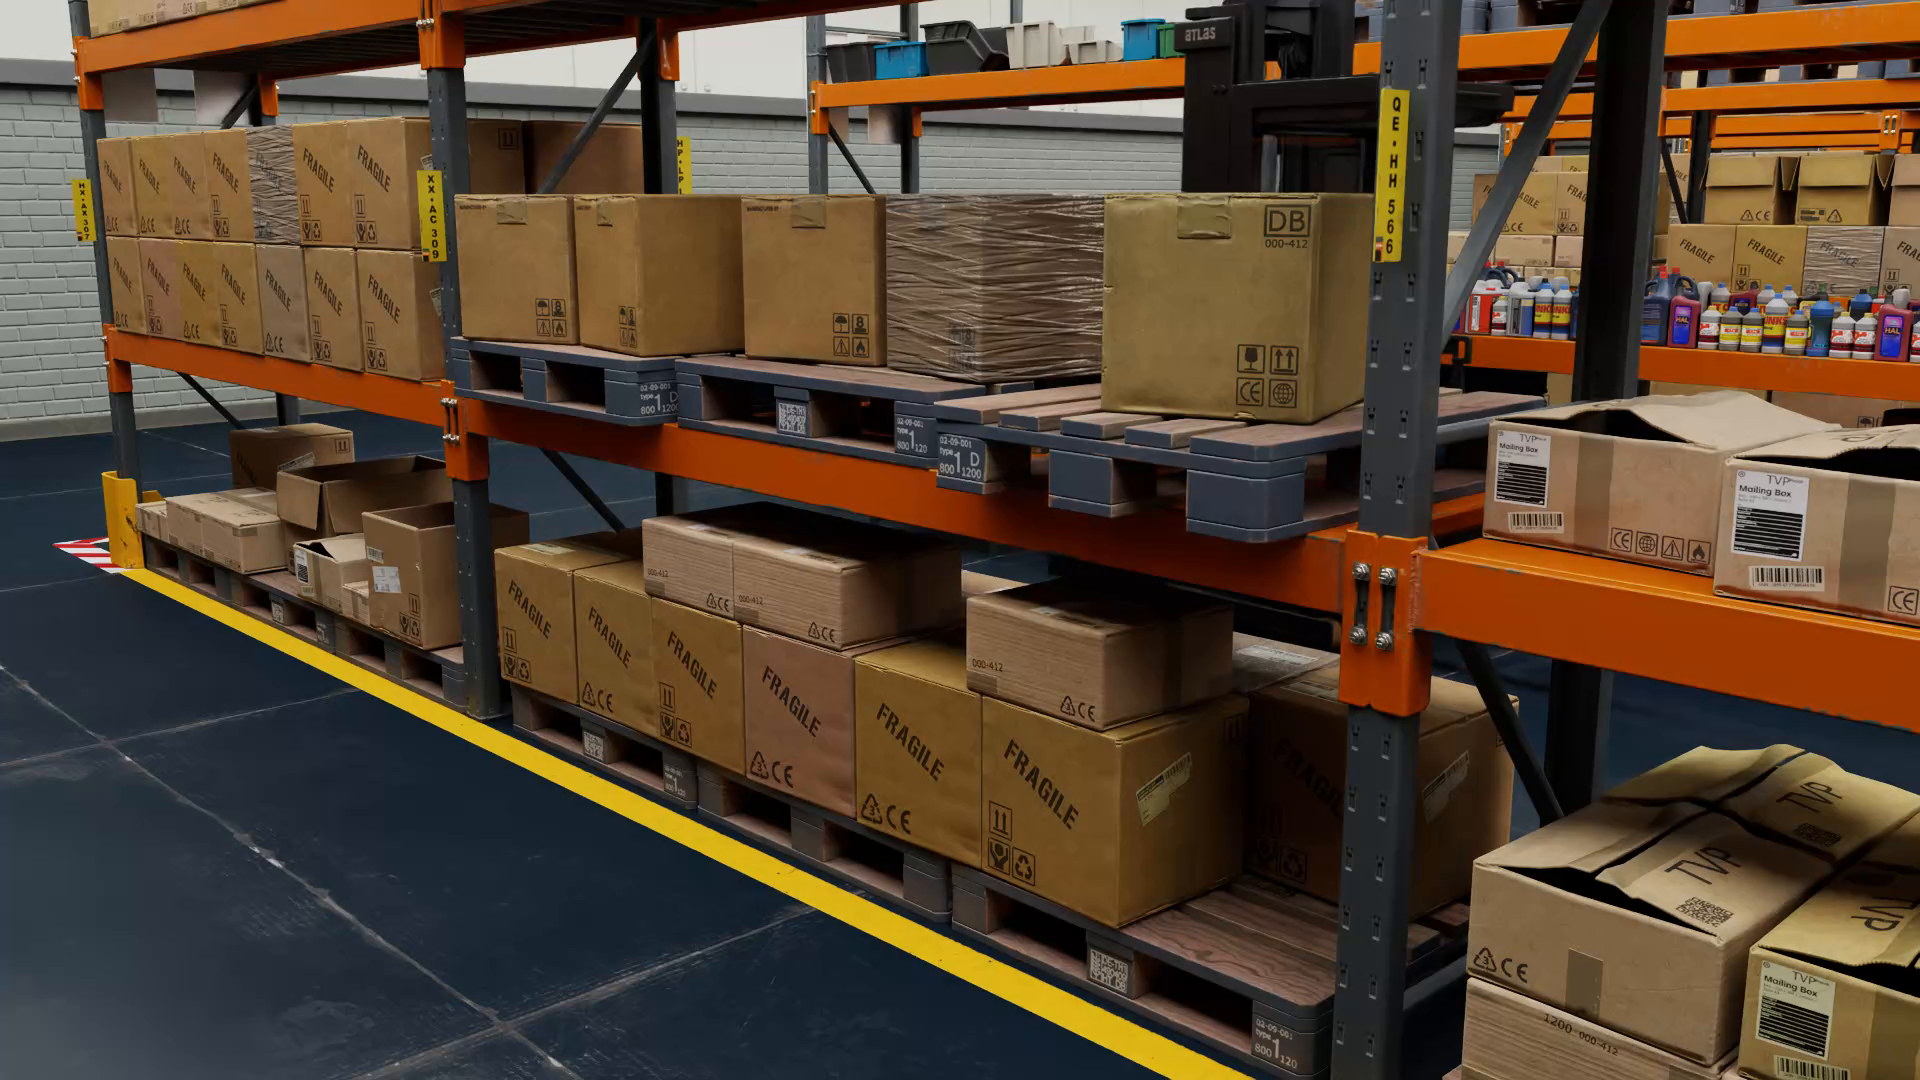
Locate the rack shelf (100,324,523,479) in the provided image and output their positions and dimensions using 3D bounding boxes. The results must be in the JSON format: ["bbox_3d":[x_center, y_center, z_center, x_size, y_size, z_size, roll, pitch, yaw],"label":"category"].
[{"bbox_3d":[-2.920,-0.776,8.026,1.077,0.370,4.000,-11,16,-43],"label":"rack shelf"}]

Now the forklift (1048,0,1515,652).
[{"bbox_3d":[1.818,-1.043,7.708,1.130,2.935,3.031,-10,15,-41],"label":"forklift"}]

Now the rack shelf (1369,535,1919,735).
[{"bbox_3d":[2.604,0.392,2.359,1.077,0.370,4.000,-11,16,-43],"label":"rack shelf"}]

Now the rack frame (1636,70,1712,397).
[{"bbox_3d":[5.628,-2.216,13.235,1.000,3.000,0.127,-11,16,-43],"label":"rack frame"}]

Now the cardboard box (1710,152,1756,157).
[{"bbox_3d":[8.061,-3.759,17.262,0.500,0.500,0.500,-10,16,-41],"label":"cardboard box"}]

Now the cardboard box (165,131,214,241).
[{"bbox_3d":[-3.477,-1.708,8.044,0.500,0.500,0.500,-11,16,-42],"label":"cardboard box"}]

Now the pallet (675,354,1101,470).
[{"bbox_3d":[-0.123,-0.442,5.097,1.003,0.211,1.213,-11,16,-43],"label":"pallet"}]

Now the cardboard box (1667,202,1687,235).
[{"bbox_3d":[7.707,-3.346,17.732,0.500,0.500,0.500,11,16,44],"label":"cardboard box"}]

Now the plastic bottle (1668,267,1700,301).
[{"bbox_3d":[3.661,-1.212,8.481,0.144,0.351,0.185,-11,16,-43],"label":"plastic bottle"}]

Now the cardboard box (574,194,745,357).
[{"bbox_3d":[-0.853,-0.899,5.553,0.700,0.500,0.500,-8,14,-34],"label":"cardboard box"}]

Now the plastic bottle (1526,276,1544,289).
[{"bbox_3d":[3.152,-1.326,9.221,0.152,0.276,0.135,-11,16,-43],"label":"plastic bottle"}]

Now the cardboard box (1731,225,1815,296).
[{"bbox_3d":[6.113,-2.090,12.374,0.500,0.500,0.500,-11,16,-42],"label":"cardboard box"}]

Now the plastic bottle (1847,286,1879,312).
[{"bbox_3d":[4.364,-1.087,8.042,0.061,0.283,0.133,-11,16,-43],"label":"plastic bottle"}]

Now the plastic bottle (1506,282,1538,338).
[{"bbox_3d":[2.890,-1.176,8.491,0.152,0.276,0.135,-11,16,-43],"label":"plastic bottle"}]

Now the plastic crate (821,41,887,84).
[{"bbox_3d":[-0.652,-3.420,11.967,0.497,0.269,0.590,-11,16,-43],"label":"plastic crate"}]

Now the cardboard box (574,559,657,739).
[{"bbox_3d":[-1.005,0.353,5.867,0.500,0.500,0.500,-11,16,-42],"label":"cardboard box"}]

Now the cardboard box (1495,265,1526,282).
[{"bbox_3d":[4.648,-2.205,13.801,0.380,0.149,0.250,-11,16,-42],"label":"cardboard box"}]

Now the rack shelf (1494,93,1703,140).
[{"bbox_3d":[4.247,-3.625,14.421,1.077,0.370,4.000,-11,16,-43],"label":"rack shelf"}]

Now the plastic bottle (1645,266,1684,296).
[{"bbox_3d":[3.678,-1.253,8.679,0.144,0.351,0.185,-11,16,-43],"label":"plastic bottle"}]

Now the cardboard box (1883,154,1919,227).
[{"bbox_3d":[6.981,-2.474,11.753,0.797,0.503,0.637,-10,15,-41],"label":"cardboard box"}]

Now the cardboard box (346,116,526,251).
[{"bbox_3d":[-2.076,-1.413,6.609,0.500,0.500,0.500,-11,16,-42],"label":"cardboard box"}]

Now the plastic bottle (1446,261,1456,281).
[{"bbox_3d":[2.813,-1.393,9.362,0.144,0.351,0.185,-11,16,-43],"label":"plastic bottle"}]

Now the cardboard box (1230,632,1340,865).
[{"bbox_3d":[0.750,0.574,4.794,0.500,0.500,0.500,11,16,43],"label":"cardboard box"}]

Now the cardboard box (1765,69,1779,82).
[{"bbox_3d":[8.432,-4.643,16.711,0.500,0.250,0.500,11,16,43],"label":"cardboard box"}]

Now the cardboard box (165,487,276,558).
[{"bbox_3d":[-3.786,-0.097,8.672,0.500,0.250,0.500,-11,16,-43],"label":"cardboard box"}]

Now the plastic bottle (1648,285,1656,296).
[{"bbox_3d":[3.408,-1.099,8.099,0.061,0.283,0.133,-11,16,-43],"label":"plastic bottle"}]

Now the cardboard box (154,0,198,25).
[{"bbox_3d":[-3.448,-2.558,7.831,0.500,0.250,0.500,-11,16,-43],"label":"cardboard box"}]

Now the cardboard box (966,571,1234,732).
[{"bbox_3d":[0.366,0.278,4.376,0.500,0.250,0.500,-10,15,-40],"label":"cardboard box"}]

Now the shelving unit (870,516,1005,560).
[{"bbox_3d":[-0.005,-0.552,9.803,0.538,1.125,1.048,-11,16,-43],"label":"shelving unit"}]

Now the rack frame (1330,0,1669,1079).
[{"bbox_3d":[1.223,-0.252,3.703,1.000,3.000,0.127,-11,16,-43],"label":"rack frame"}]

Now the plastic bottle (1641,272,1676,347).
[{"bbox_3d":[3.351,-1.113,8.005,0.144,0.351,0.185,-11,16,-43],"label":"plastic bottle"}]

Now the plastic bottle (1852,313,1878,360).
[{"bbox_3d":[3.994,-0.898,7.327,0.097,0.201,0.097,0,12,0],"label":"plastic bottle"}]

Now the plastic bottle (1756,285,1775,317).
[{"bbox_3d":[4.045,-1.143,8.345,0.097,0.271,0.097,0,12,0],"label":"plastic bottle"}]

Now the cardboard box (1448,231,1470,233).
[{"bbox_3d":[4.457,-2.615,14.803,0.500,0.250,0.500,-11,16,-42],"label":"cardboard box"}]

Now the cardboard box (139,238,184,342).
[{"bbox_3d":[-3.826,-1.293,8.506,0.500,0.500,0.500,-11,16,-43],"label":"cardboard box"}]

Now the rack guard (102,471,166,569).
[{"bbox_3d":[-4.249,-0.185,9.569,1.175,0.500,0.348,-11,16,-43],"label":"rack guard"}]

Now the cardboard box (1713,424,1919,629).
[{"bbox_3d":[1.701,-0.051,2.948,0.500,0.311,0.500,-11,16,-43],"label":"cardboard box"}]

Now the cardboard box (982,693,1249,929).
[{"bbox_3d":[0.407,0.653,4.415,0.500,0.500,0.500,-10,15,-40],"label":"cardboard box"}]

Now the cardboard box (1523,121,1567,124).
[{"bbox_3d":[6.648,-4.771,18.573,0.500,0.250,0.500,-10,15,-41],"label":"cardboard box"}]

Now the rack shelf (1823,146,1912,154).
[{"bbox_3d":[15.002,-5.698,24.484,1.077,0.370,4.000,-11,16,-43],"label":"rack shelf"}]

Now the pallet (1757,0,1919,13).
[{"bbox_3d":[4.351,-2.444,7.375,1.003,0.211,1.213,-11,16,-43],"label":"pallet"}]

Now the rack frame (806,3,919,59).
[{"bbox_3d":[-0.716,-5.048,12.113,1.000,3.000,0.127,-11,16,-43],"label":"rack frame"}]

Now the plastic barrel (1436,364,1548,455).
[{"bbox_3d":[2.898,-0.519,9.155,0.600,0.901,0.708,-11,16,-43],"label":"plastic barrel"}]

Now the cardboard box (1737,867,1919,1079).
[{"bbox_3d":[1.741,0.807,2.946,0.500,0.311,0.500,11,16,44],"label":"cardboard box"}]

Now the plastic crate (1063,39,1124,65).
[{"bbox_3d":[0.892,-2.999,10.252,0.293,0.136,0.466,-11,16,-43],"label":"plastic crate"}]

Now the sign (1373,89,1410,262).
[{"bbox_3d":[0.837,-0.704,3.221,0.100,0.325,0.005,-11,16,-43],"label":"sign"}]

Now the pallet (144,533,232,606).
[{"bbox_3d":[-3.698,0.073,9.034,1.003,0.211,1.213,-11,16,-43],"label":"pallet"}]

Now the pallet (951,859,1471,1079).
[{"bbox_3d":[0.735,0.999,4.539,1.003,0.211,1.213,-11,16,-43],"label":"pallet"}]

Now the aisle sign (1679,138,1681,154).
[{"bbox_3d":[9.774,-5.424,22.364,0.394,0.787,0.004,-11,16,-43],"label":"aisle sign"}]

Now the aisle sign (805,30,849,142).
[{"bbox_3d":[-0.981,-3.352,12.306,0.394,0.787,0.004,-11,16,-43],"label":"aisle sign"}]

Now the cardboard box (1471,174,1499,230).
[{"bbox_3d":[4.785,-2.909,14.376,0.500,0.500,0.500,11,16,43],"label":"cardboard box"}]

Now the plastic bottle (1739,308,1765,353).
[{"bbox_3d":[3.658,-0.969,7.671,0.097,0.201,0.097,0,12,0],"label":"plastic bottle"}]

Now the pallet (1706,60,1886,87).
[{"bbox_3d":[6.297,-3.465,12.335,1.217,0.209,0.805,11,16,43],"label":"pallet"}]

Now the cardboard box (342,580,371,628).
[{"bbox_3d":[-2.440,0.255,7.217,0.380,0.149,0.250,-11,16,-43],"label":"cardboard box"}]

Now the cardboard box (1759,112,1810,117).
[{"bbox_3d":[8.415,-4.397,16.757,0.500,0.250,0.500,-11,16,-43],"label":"cardboard box"}]

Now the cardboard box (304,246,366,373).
[{"bbox_3d":[-2.427,-0.997,7.072,0.500,0.500,0.500,-10,16,-41],"label":"cardboard box"}]
